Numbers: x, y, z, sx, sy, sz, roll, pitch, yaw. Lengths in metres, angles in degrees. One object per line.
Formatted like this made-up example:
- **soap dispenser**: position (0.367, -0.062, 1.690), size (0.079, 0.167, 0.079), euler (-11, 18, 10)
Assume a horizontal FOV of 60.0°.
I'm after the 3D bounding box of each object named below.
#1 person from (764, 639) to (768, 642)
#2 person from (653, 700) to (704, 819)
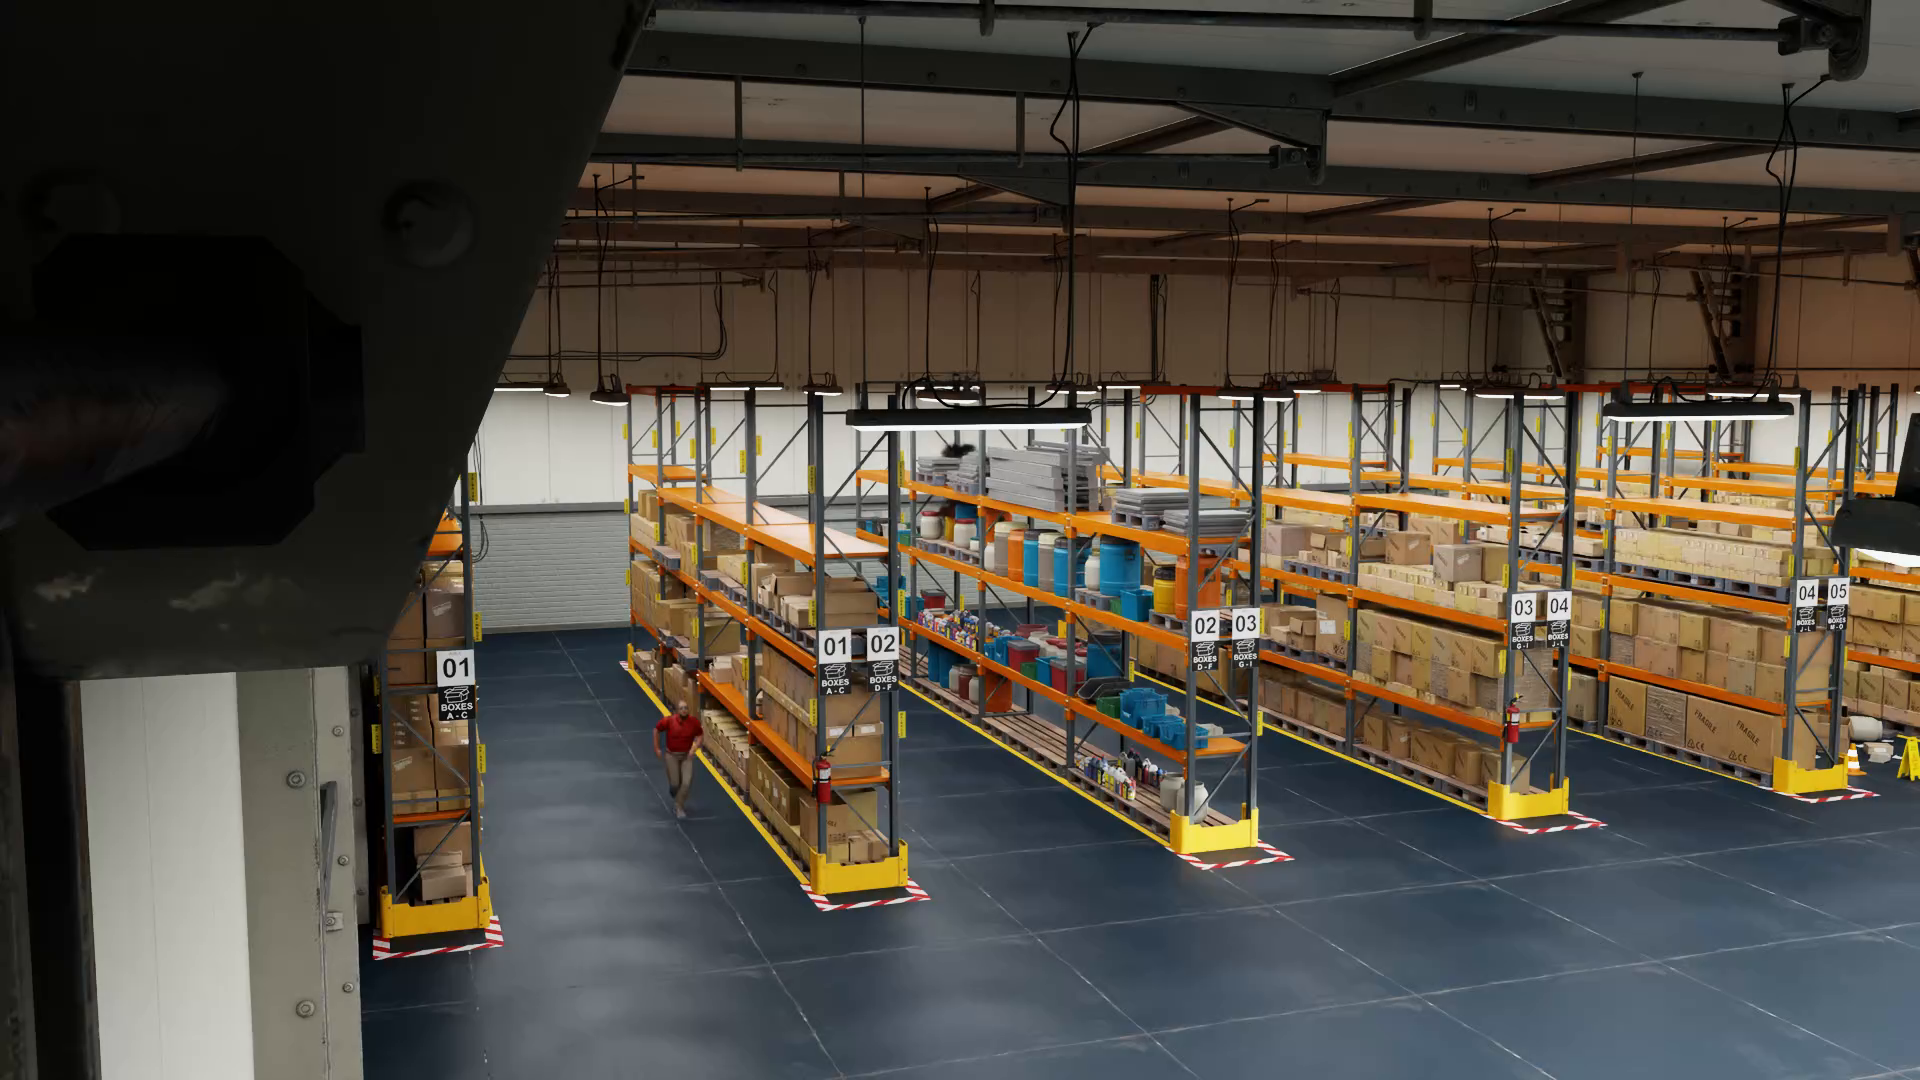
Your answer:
- **person**: position (-3.785, 1.884, 33.505), size (0.536, 1.624, 0.860), euler (-2, 6, -23)
- **person**: position (-3.975, 3.088, 23.566), size (0.701, 1.686, 0.707), euler (-2, 6, -19)
